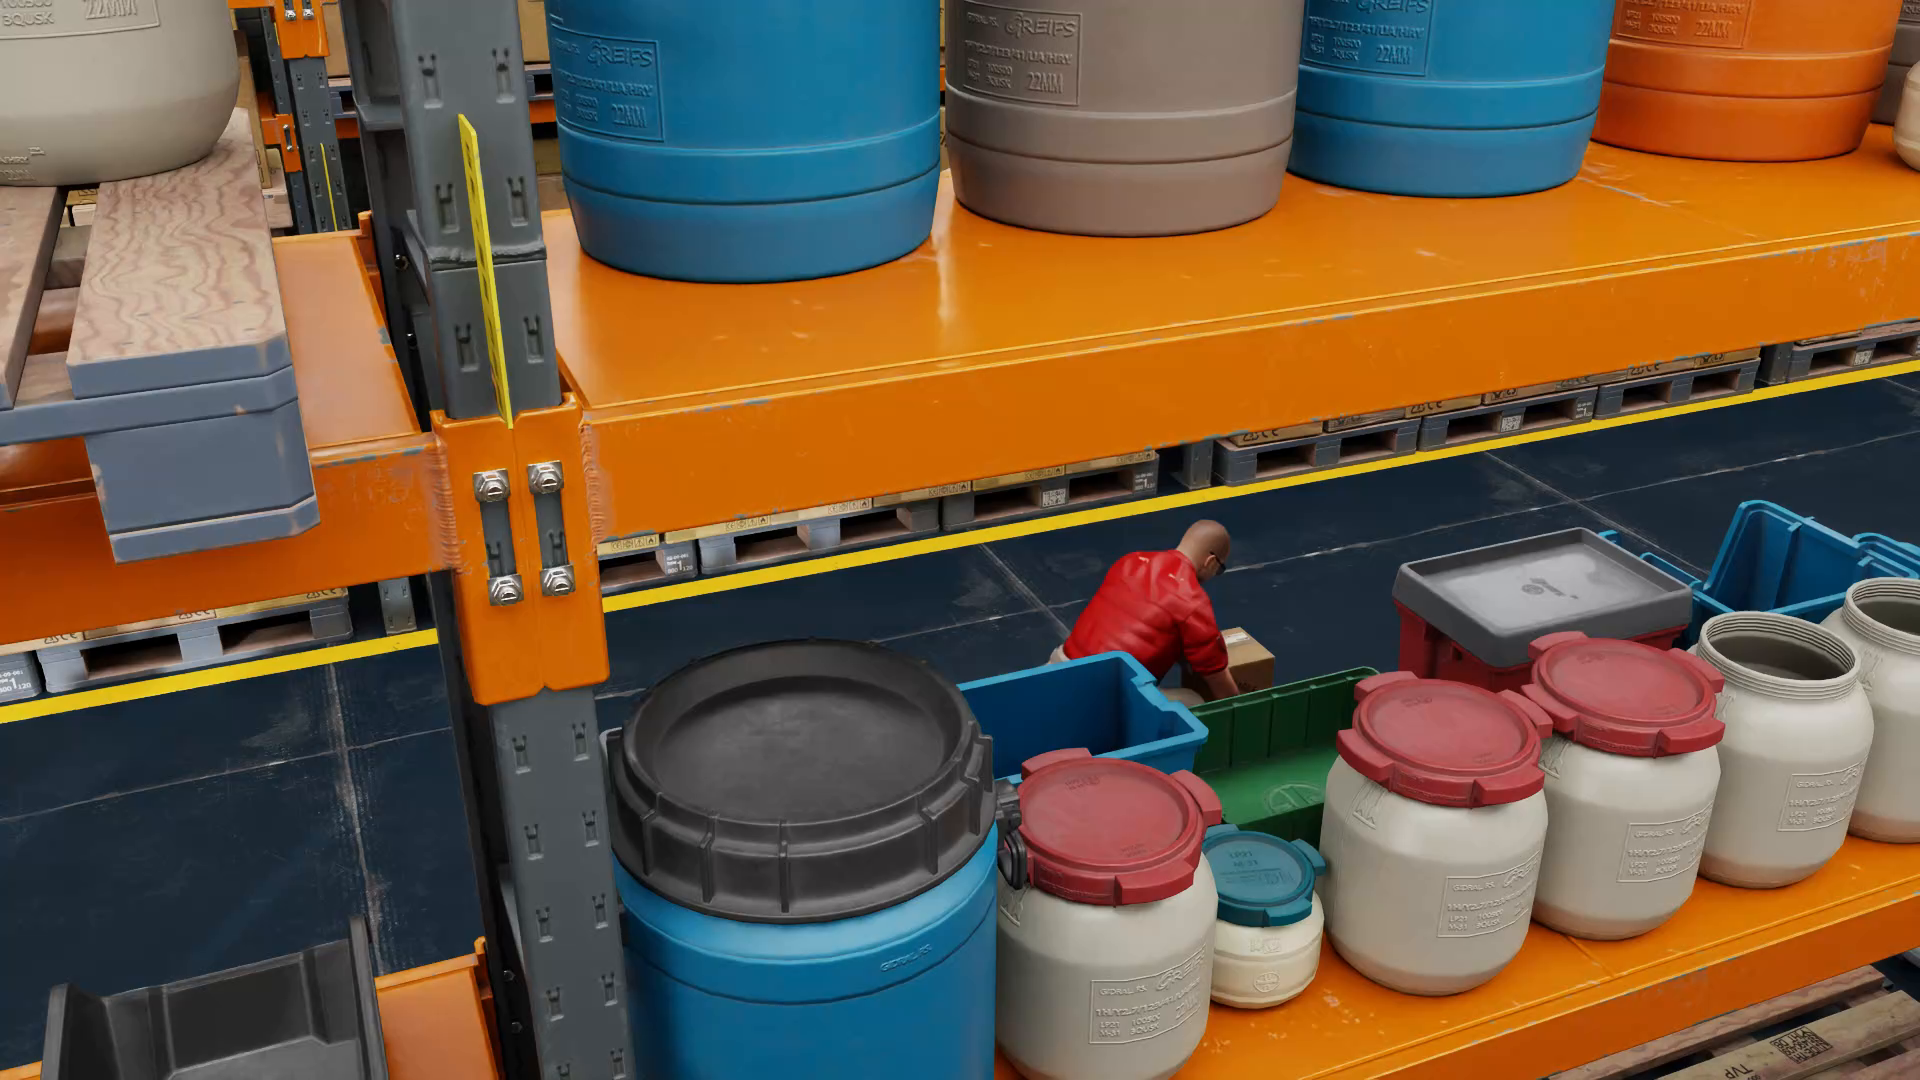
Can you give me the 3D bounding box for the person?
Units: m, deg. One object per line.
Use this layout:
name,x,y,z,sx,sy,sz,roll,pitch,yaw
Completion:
person,0.700,0.434,6.113,0.863,0.978,0.548,-11,28,-21
